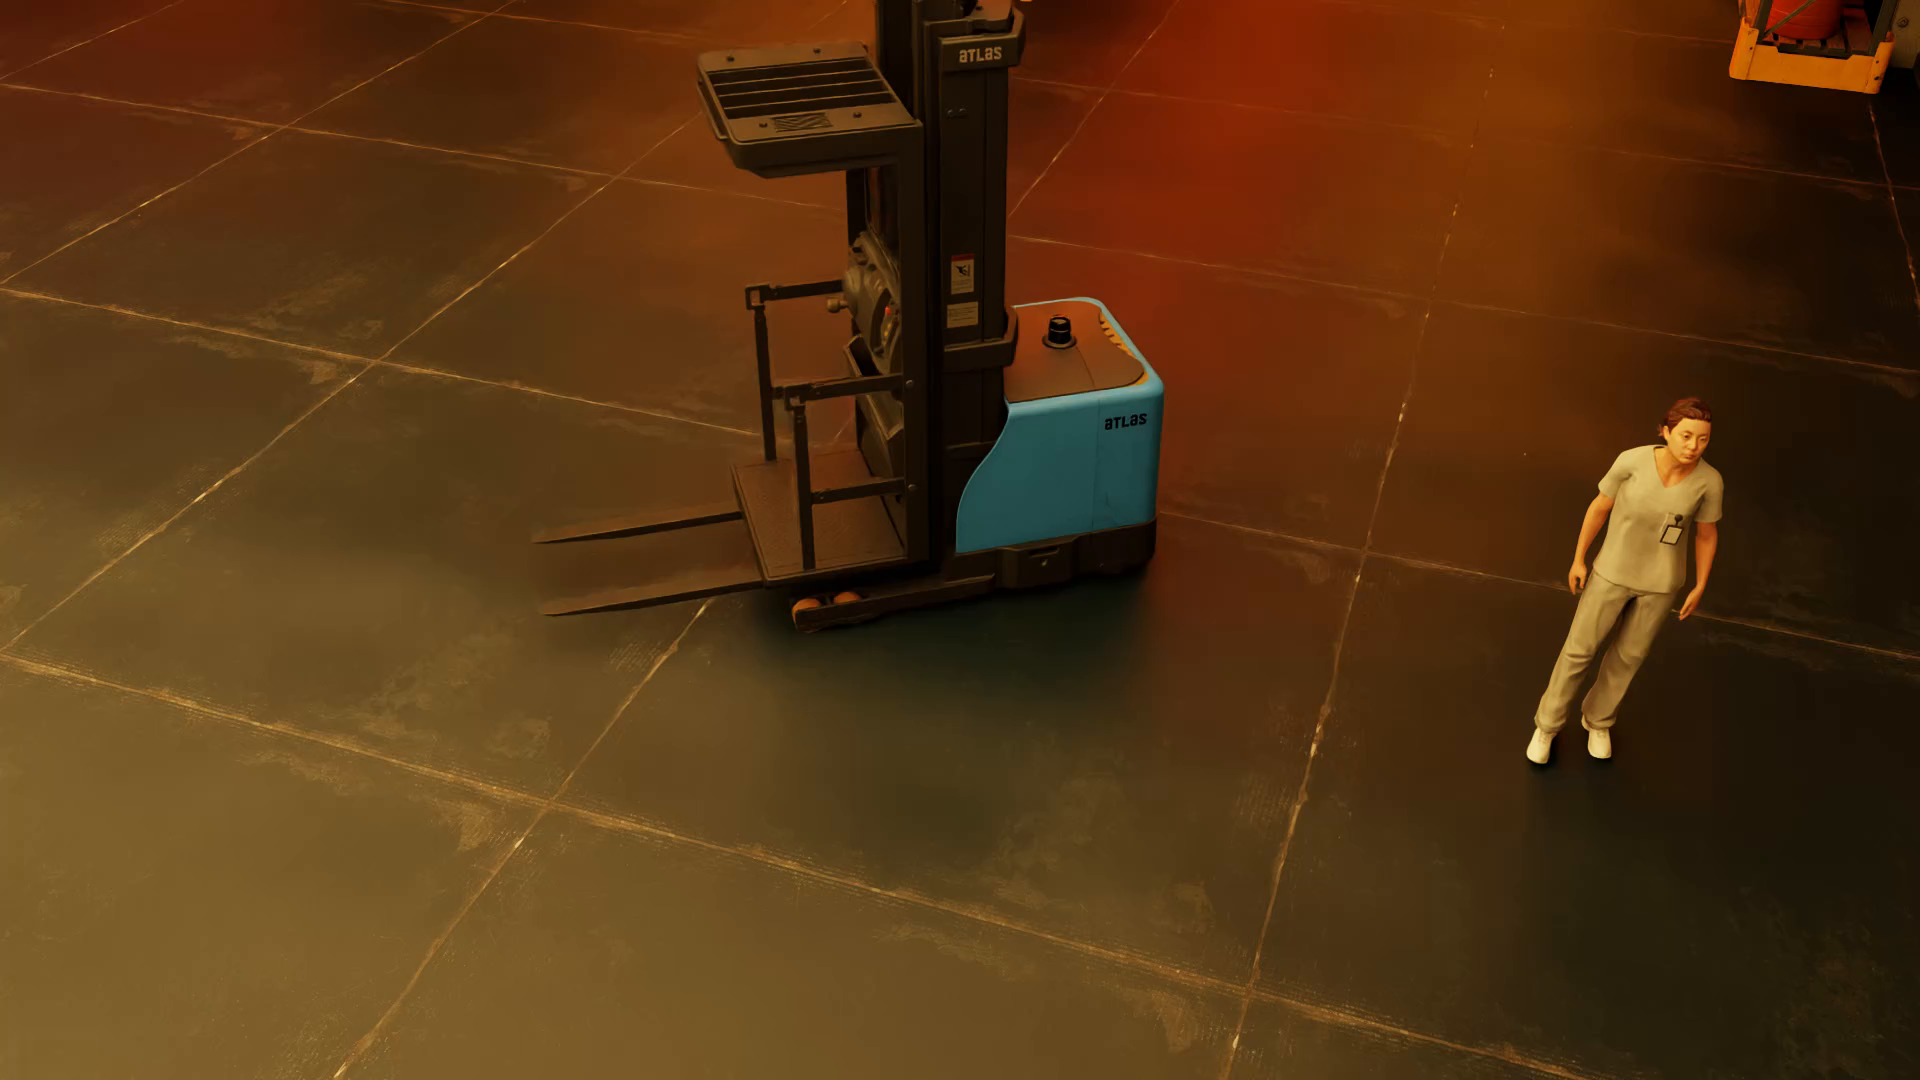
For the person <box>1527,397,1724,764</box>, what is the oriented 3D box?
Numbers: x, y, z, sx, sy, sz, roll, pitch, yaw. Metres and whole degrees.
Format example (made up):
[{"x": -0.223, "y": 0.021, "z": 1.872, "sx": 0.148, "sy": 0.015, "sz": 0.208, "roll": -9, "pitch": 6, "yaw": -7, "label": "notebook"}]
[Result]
[{"x": 2.806, "y": 0.198, "z": 6.906, "sx": 0.543, "sy": 1.675, "sz": 0.550, "roll": 10, "pitch": 37, "yaw": 14, "label": "person"}]

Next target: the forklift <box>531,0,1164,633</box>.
[{"x": -0.592, "y": -1.089, "z": 7.646, "sx": 3.031, "sy": 2.935, "sz": 1.130, "roll": -9, "pitch": 36, "yaw": -13, "label": "forklift"}]
